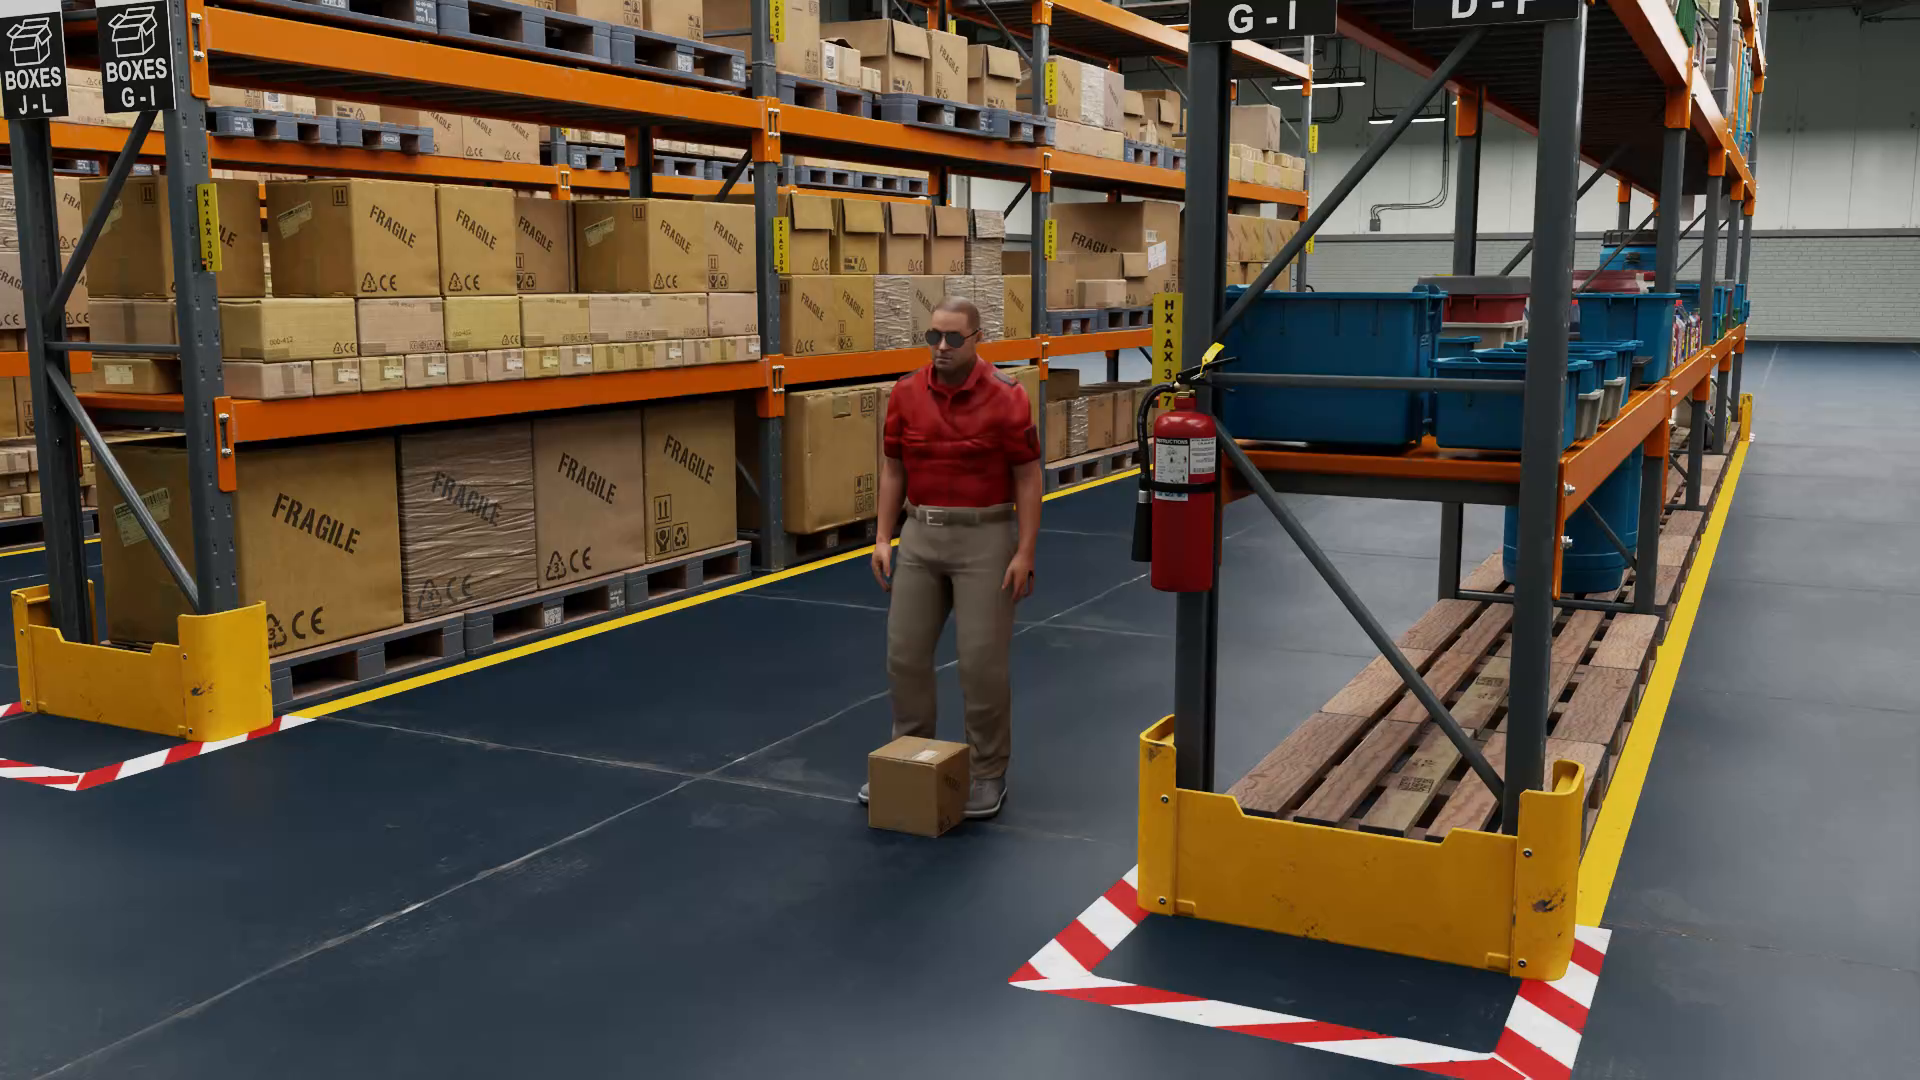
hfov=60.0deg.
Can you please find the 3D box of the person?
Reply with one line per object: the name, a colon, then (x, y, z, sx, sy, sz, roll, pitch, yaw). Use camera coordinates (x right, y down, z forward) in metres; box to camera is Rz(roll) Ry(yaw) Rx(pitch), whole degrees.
person: (-0.023, 0.047, 5.615, 0.601, 1.726, 0.393, 4, 10, 23)
